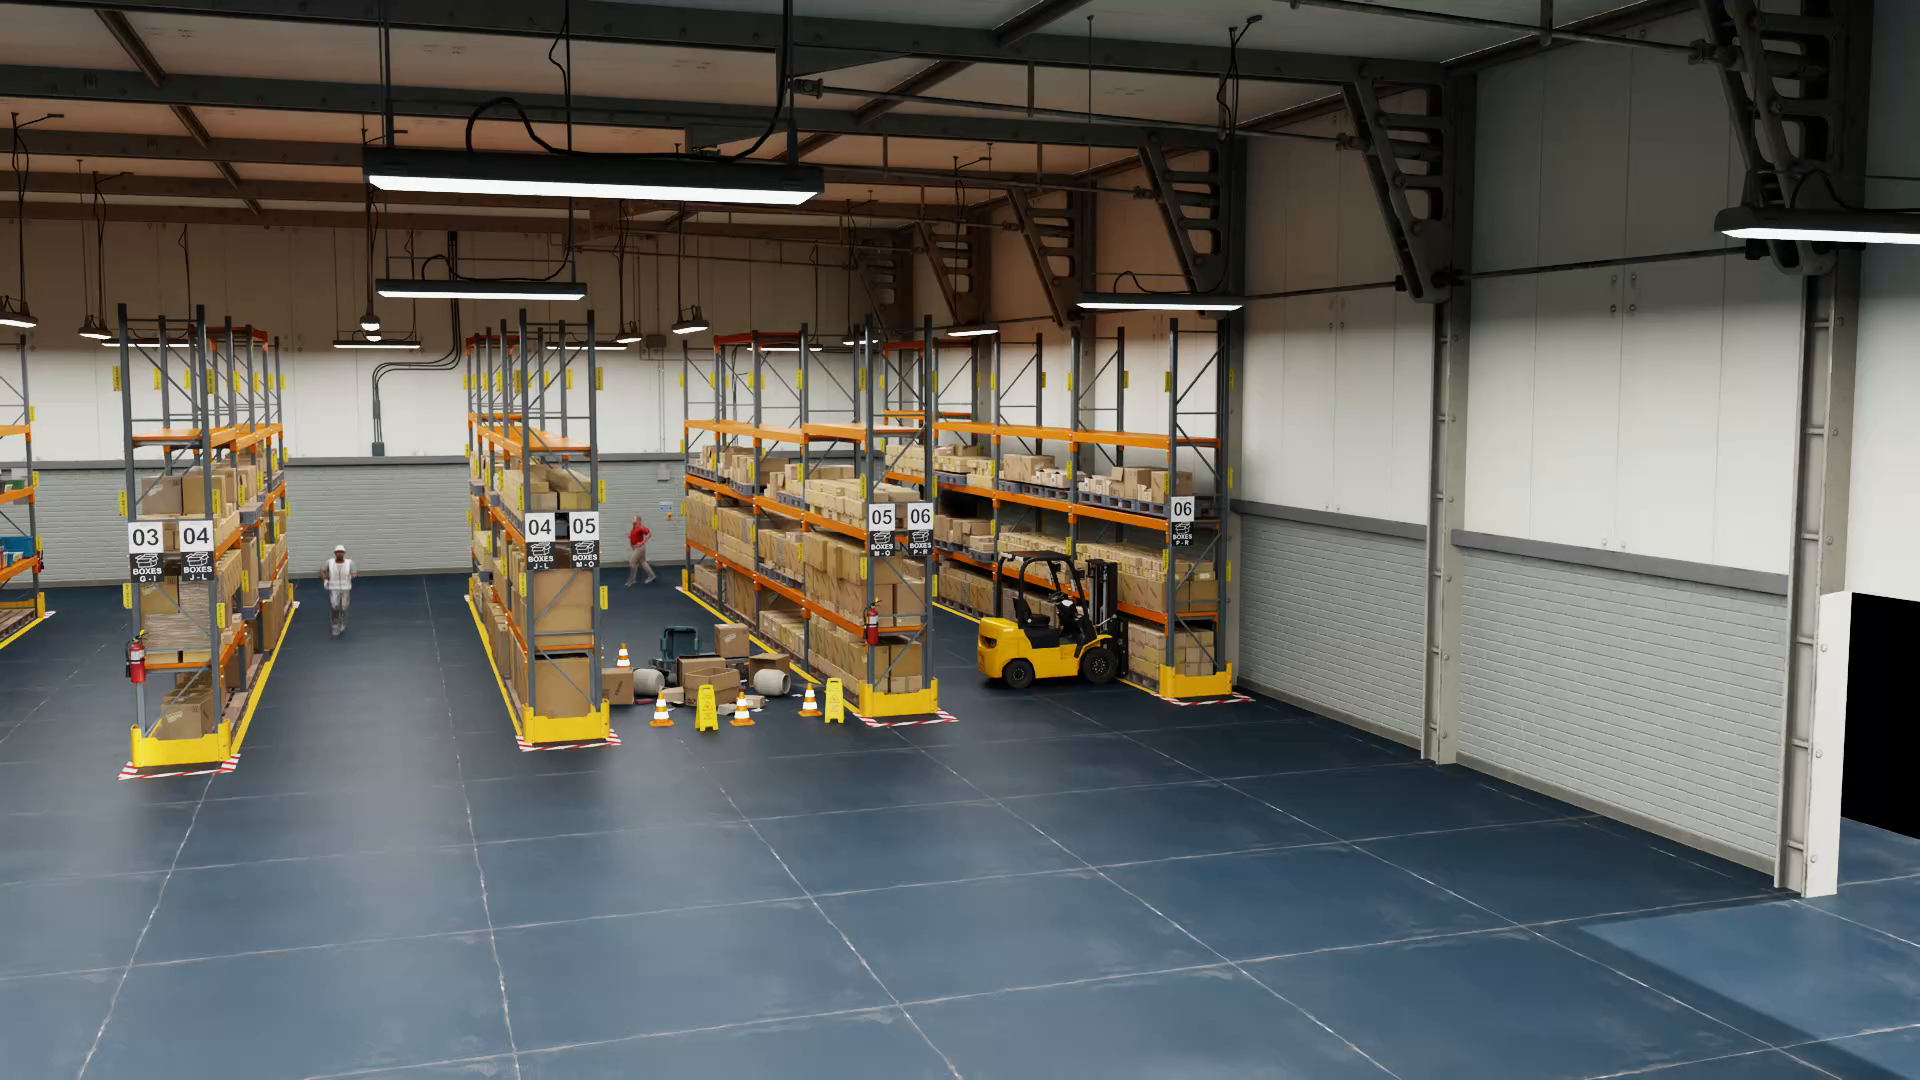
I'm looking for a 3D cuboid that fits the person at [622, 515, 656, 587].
[{"bbox_3d":[-7.875,0.272,40.841,0.868,1.781,0.659,-2,6,-21],"label":"person"}]

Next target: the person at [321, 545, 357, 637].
[{"bbox_3d":[-12.260,1.007,32.894,0.655,1.806,0.729,-3,6,-26],"label":"person"}]

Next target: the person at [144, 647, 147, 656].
[{"bbox_3d":[-14.538,1.357,29.796,0.560,1.700,0.742,-2,6,-23],"label":"person"}]

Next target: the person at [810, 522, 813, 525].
[{"bbox_3d":[-3.459,0.278,38.098,0.588,1.645,0.727,-2,6,-24],"label":"person"}]
